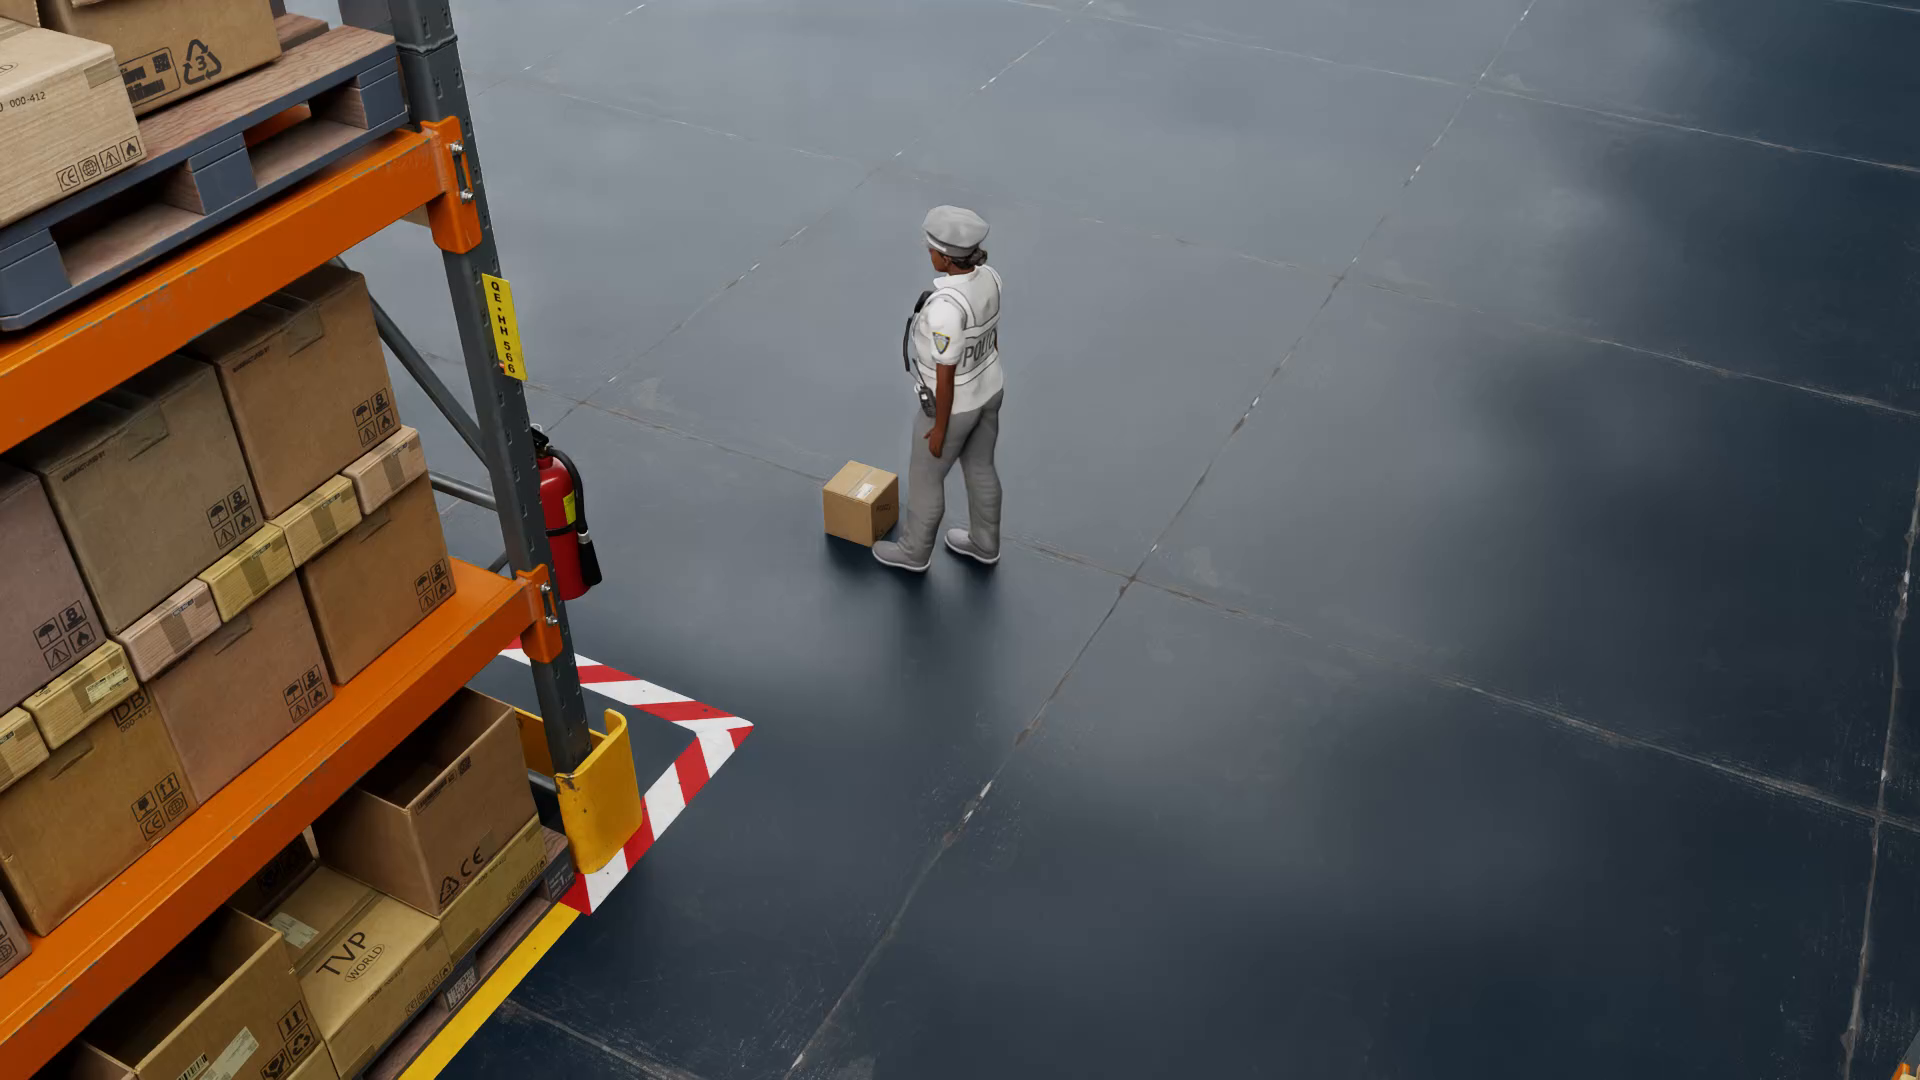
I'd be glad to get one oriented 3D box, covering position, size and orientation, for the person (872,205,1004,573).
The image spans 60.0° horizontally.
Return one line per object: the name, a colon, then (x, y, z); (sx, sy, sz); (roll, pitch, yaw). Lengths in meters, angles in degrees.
person: (-0.073, -0.612, 6.913); (0.523, 1.673, 0.479); (22, 43, 26)
